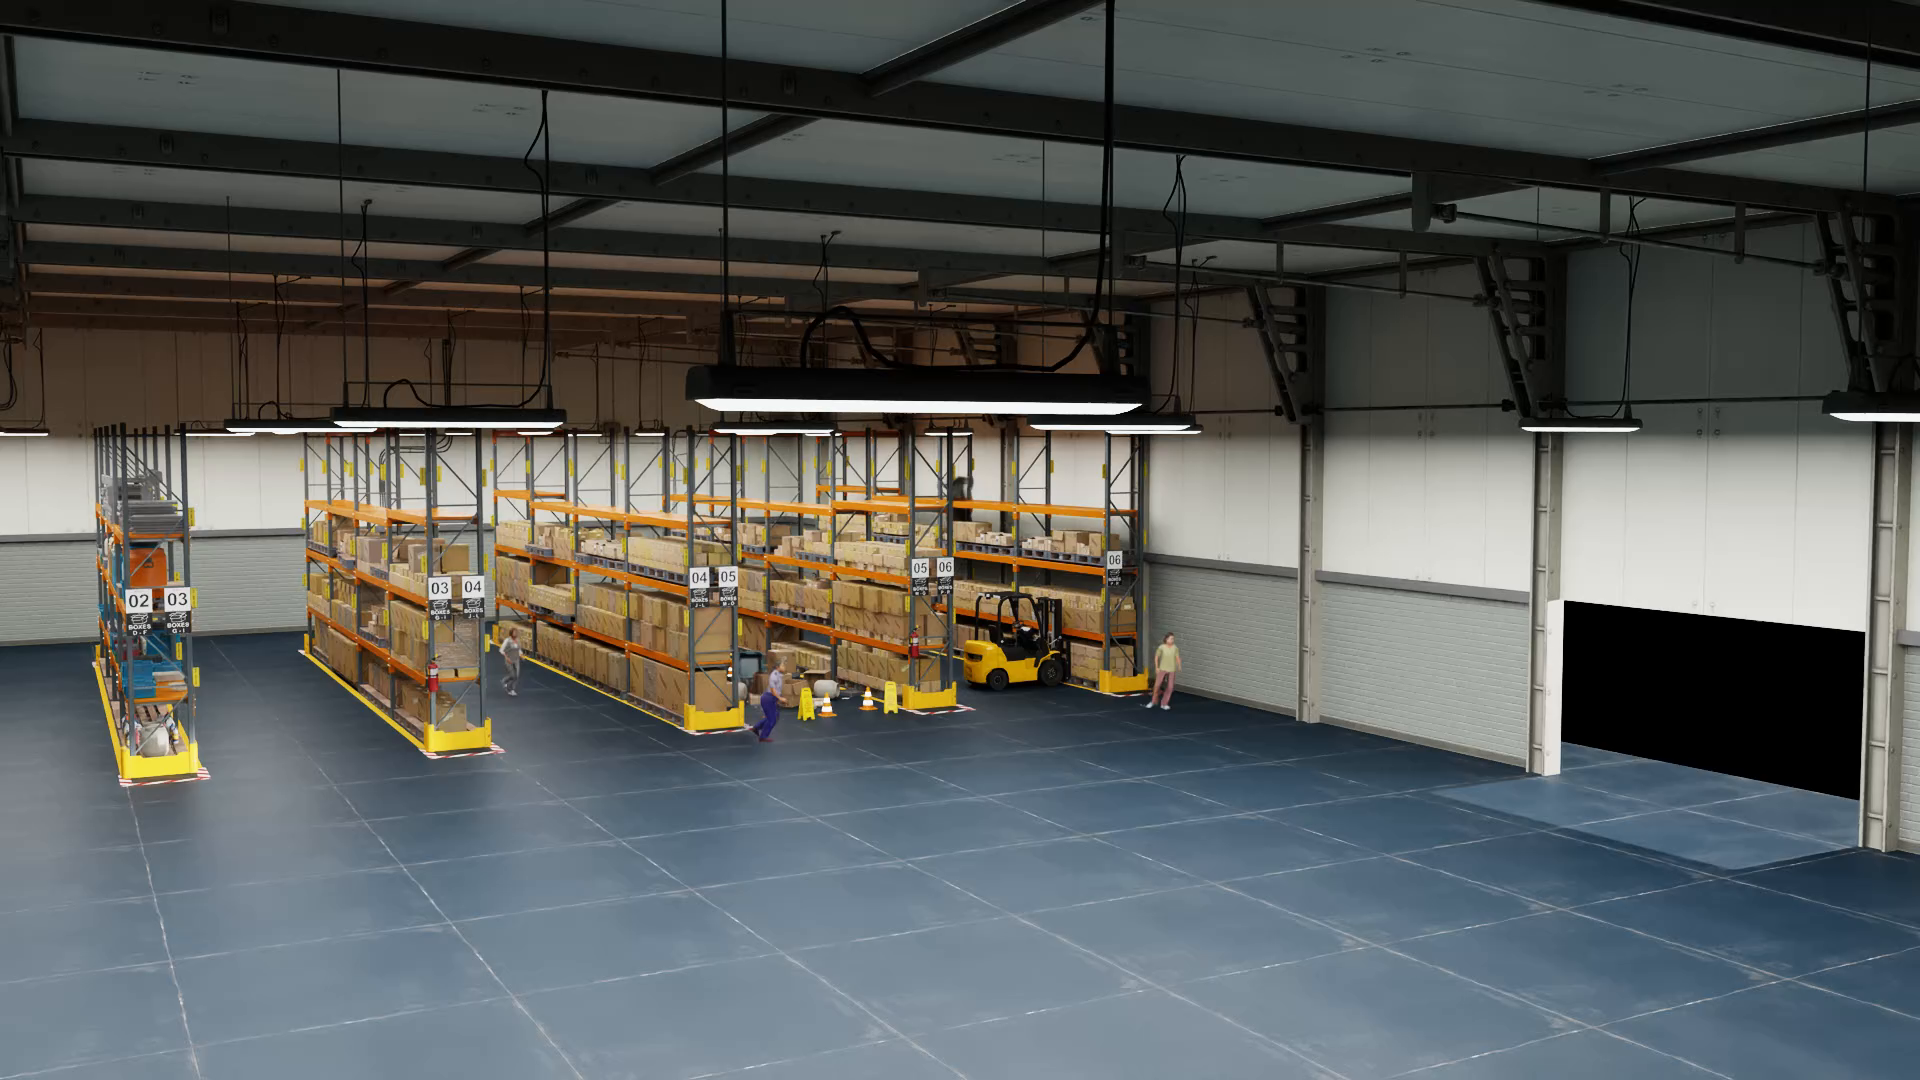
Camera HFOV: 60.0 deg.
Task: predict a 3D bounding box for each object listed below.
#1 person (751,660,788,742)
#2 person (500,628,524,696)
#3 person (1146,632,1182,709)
[{"bbox_3d":[-3.607,3.038,31.424,0.722,1.566,0.587,0,3,-1],"label":"person"},{"bbox_3d":[-10.044,2.716,37.186,0.539,1.524,0.582,-3,5,-44],"label":"person"},{"bbox_3d":[4.316,2.772,35.165,0.716,1.645,0.530,-1,3,-9],"label":"person"}]
